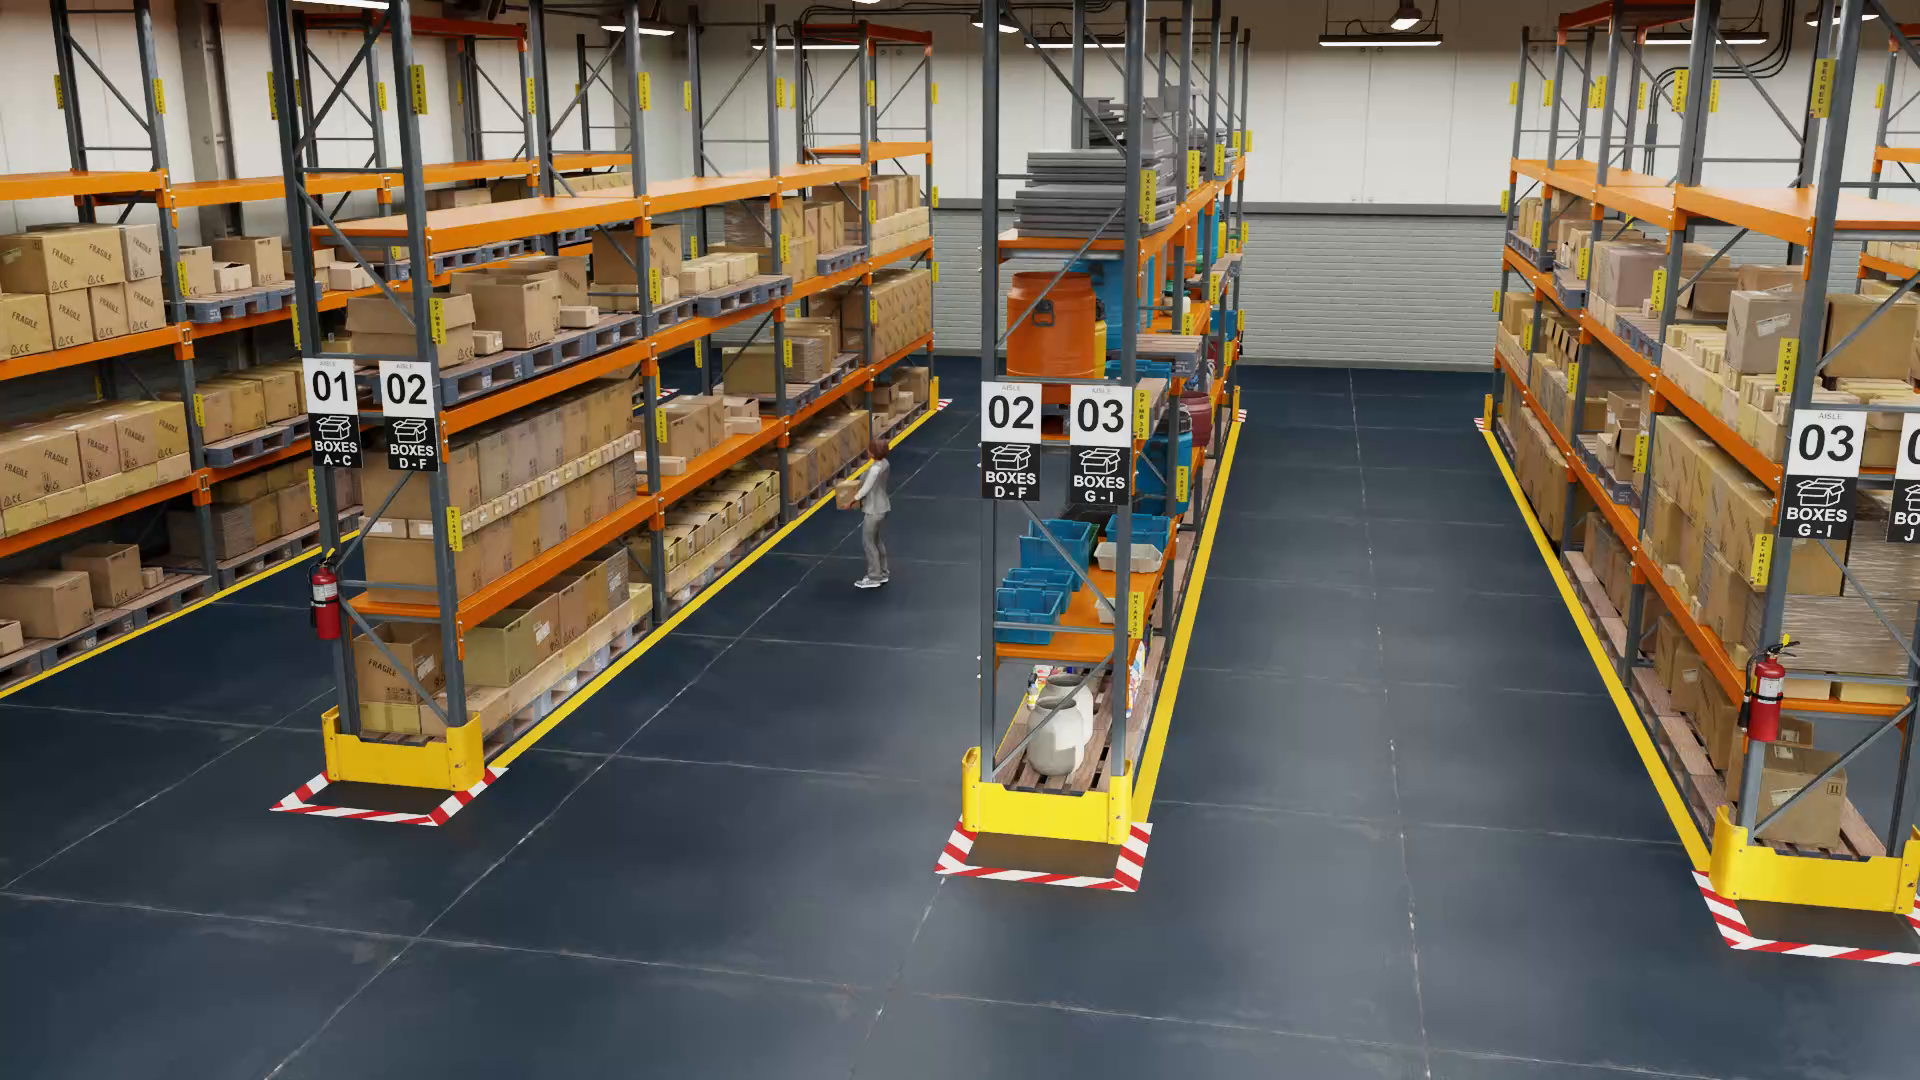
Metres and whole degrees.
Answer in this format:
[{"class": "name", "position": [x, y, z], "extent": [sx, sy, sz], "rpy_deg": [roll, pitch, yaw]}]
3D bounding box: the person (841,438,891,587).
[{"class": "person", "position": [-0.974, -0.289, 17.447], "extent": [0.499, 1.576, 0.404], "rpy_deg": [3, 15, 12]}]
